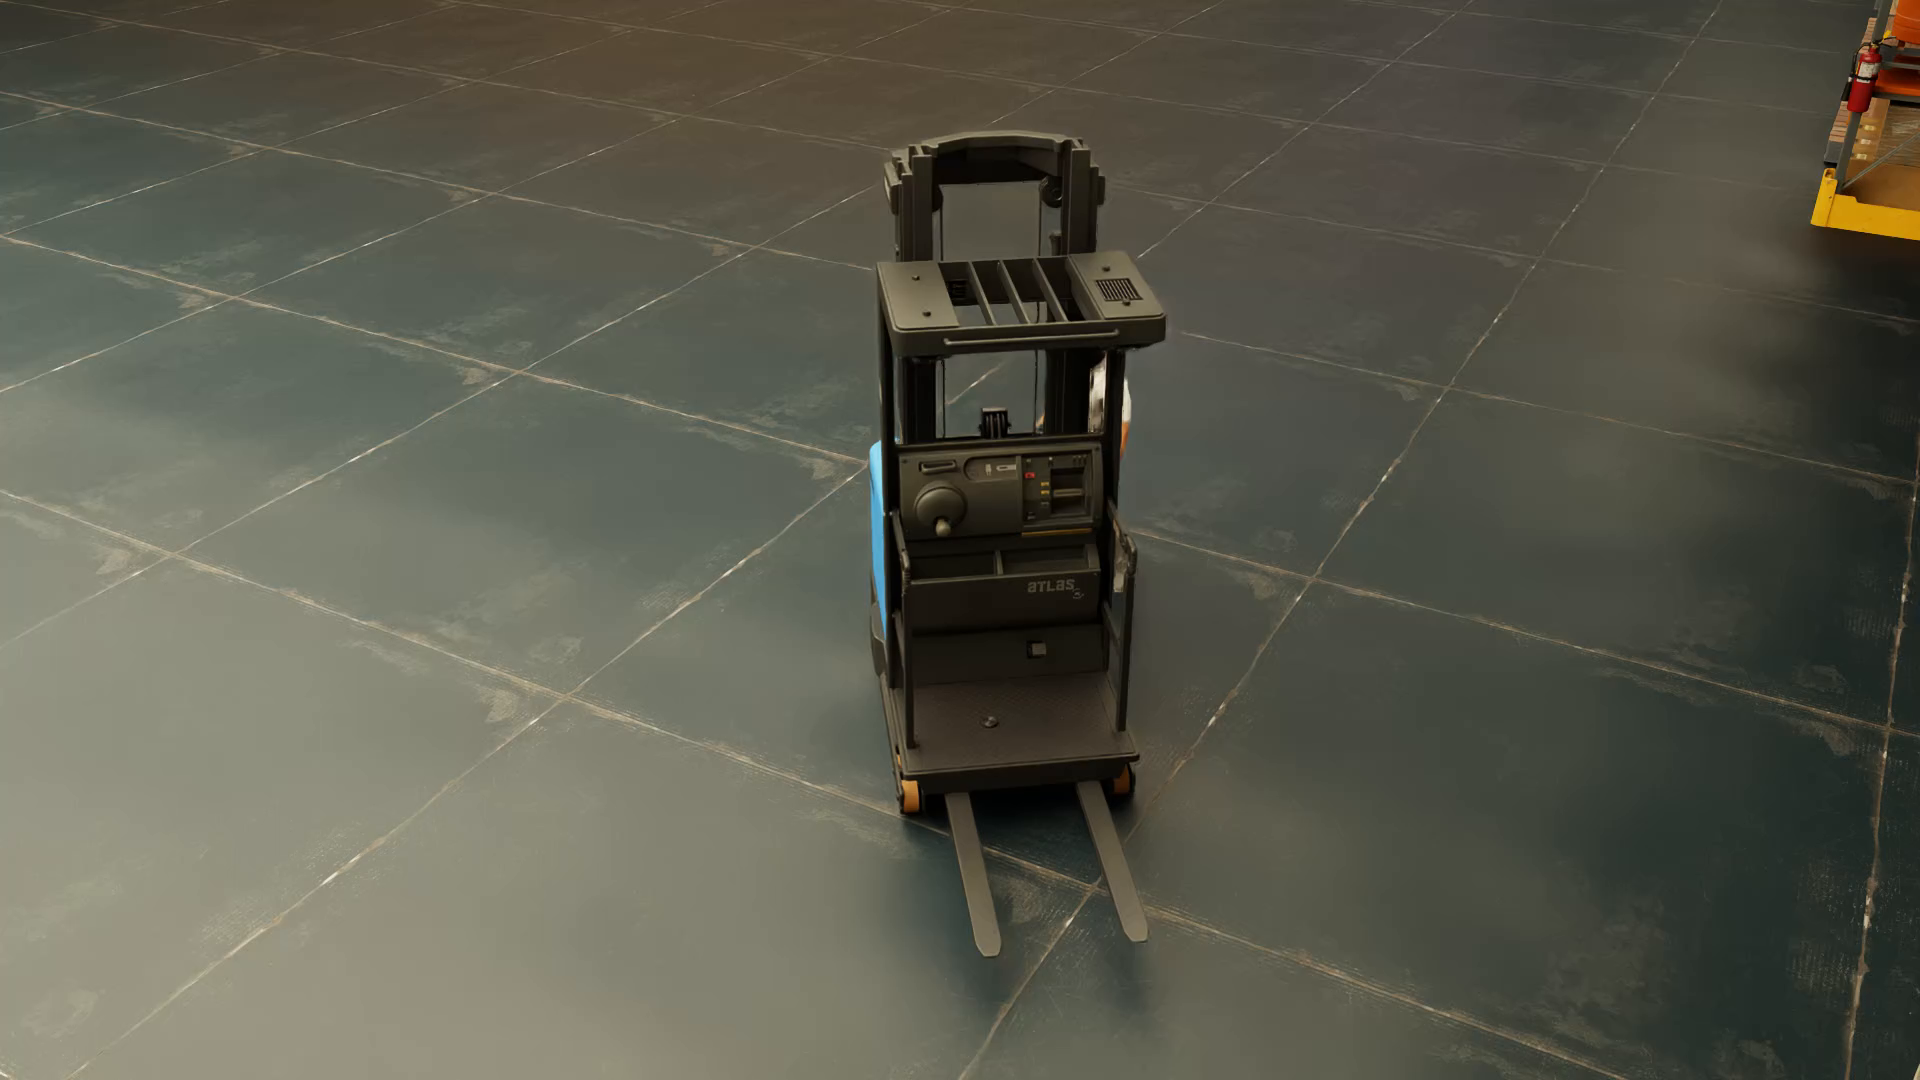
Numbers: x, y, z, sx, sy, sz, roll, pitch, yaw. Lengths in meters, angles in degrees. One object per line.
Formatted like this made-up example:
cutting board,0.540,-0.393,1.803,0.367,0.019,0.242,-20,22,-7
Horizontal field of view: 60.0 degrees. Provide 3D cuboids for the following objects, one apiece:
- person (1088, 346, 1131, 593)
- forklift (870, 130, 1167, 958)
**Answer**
person,0.677,-0.531,9.379,0.544,1.575,0.850,-14,33,-23
forklift,0.222,-0.177,7.378,1.130,2.935,3.031,-4,30,-7
